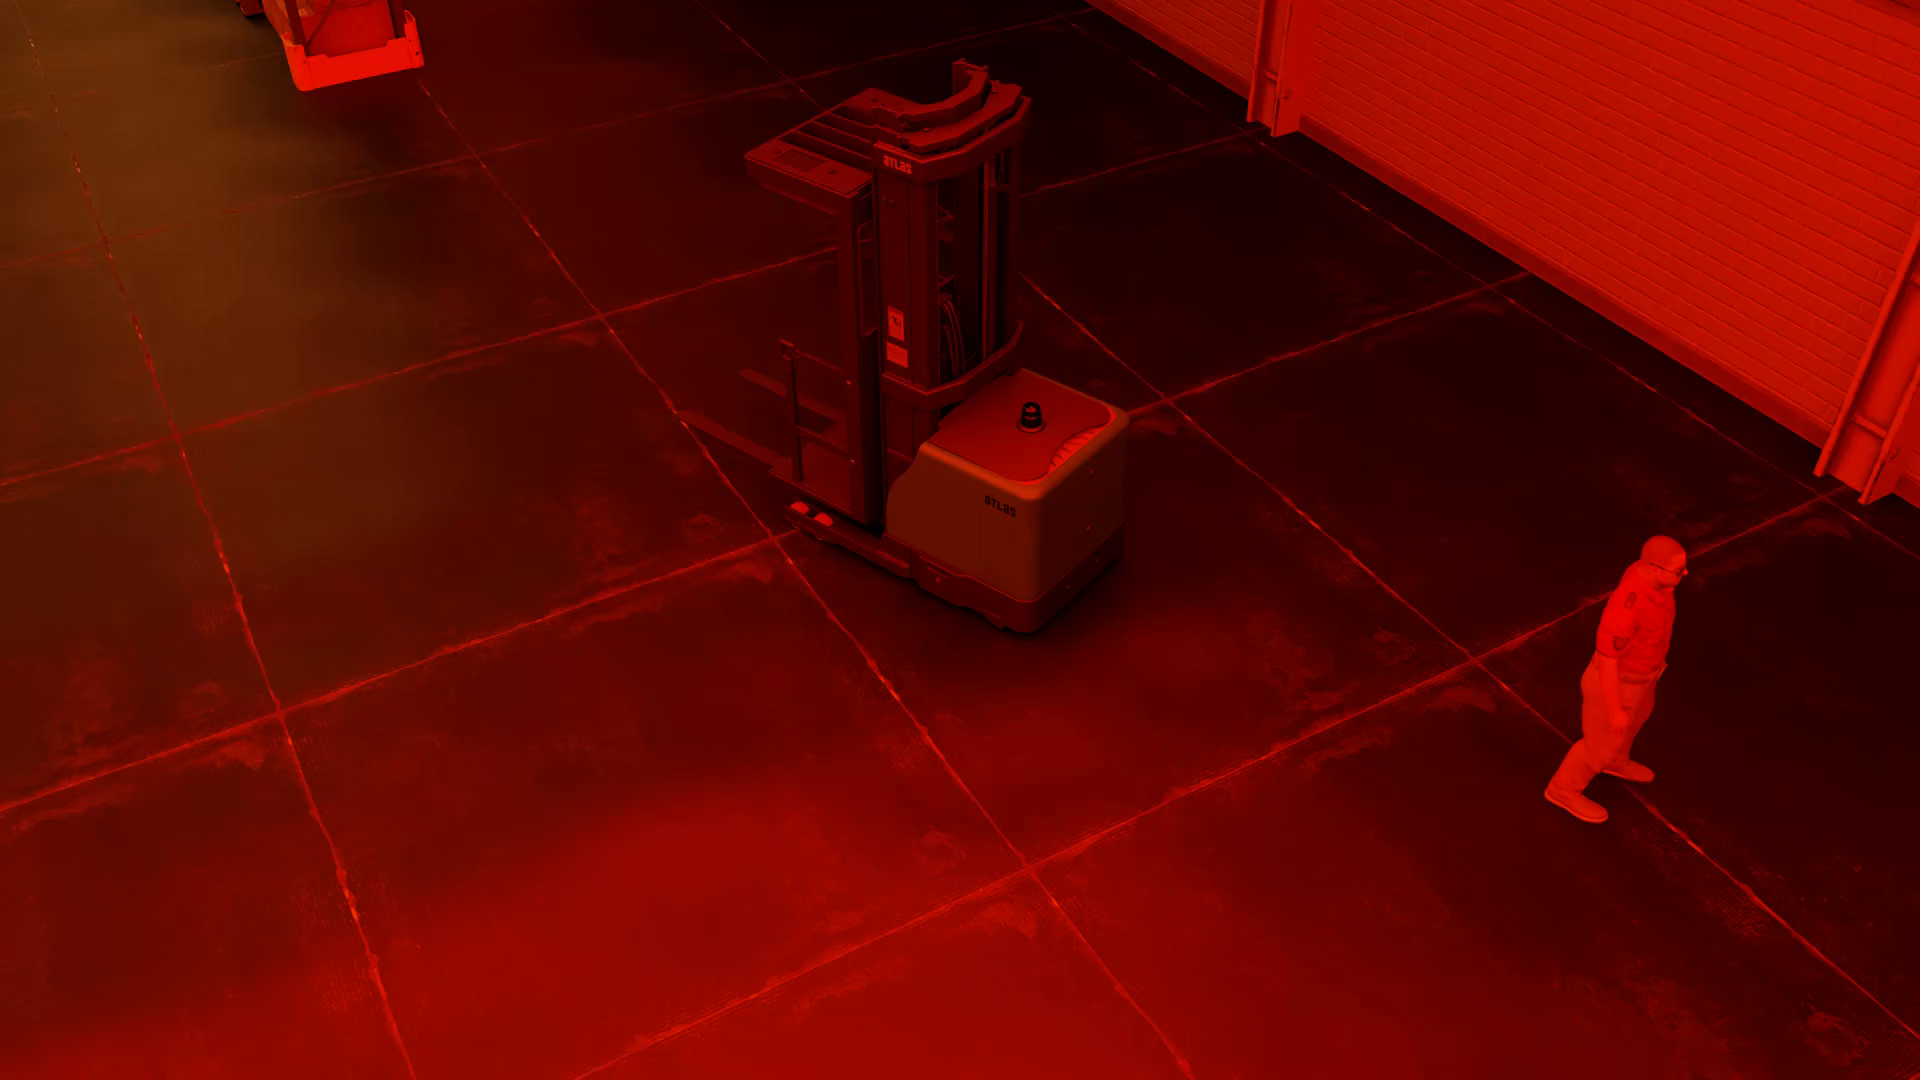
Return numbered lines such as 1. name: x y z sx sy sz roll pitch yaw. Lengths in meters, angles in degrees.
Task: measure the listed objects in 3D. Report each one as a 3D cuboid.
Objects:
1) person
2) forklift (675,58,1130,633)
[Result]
1. person: 3.327 0.687 8.172 0.469 1.745 0.677 22 45 24
2. forklift: -0.481 -1.366 9.683 3.031 2.935 1.130 26 46 28
